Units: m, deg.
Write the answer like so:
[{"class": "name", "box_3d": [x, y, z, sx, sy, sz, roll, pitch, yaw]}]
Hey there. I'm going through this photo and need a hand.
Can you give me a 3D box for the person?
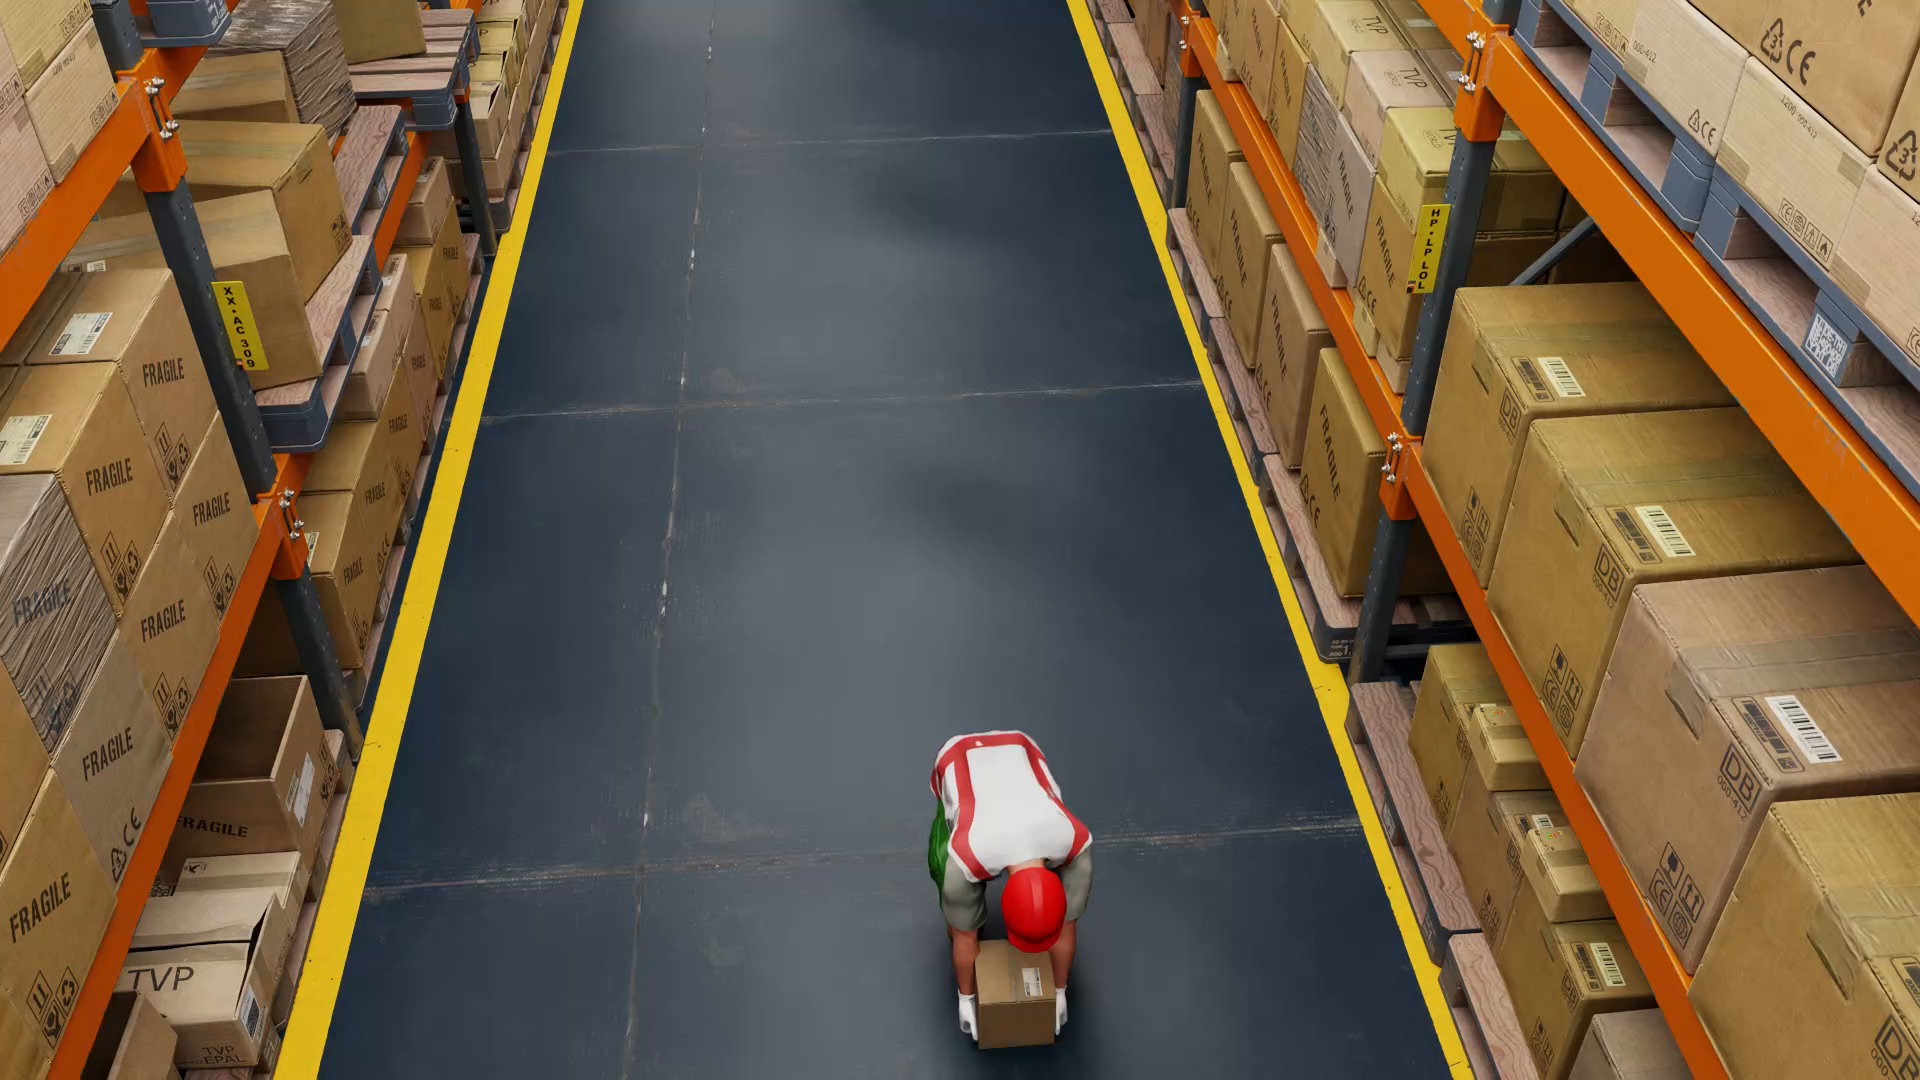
[{"class": "person", "box_3d": [0.157, 1.122, 5.578, 0.521, 0.796, 0.950, -4, 39, -5]}]
